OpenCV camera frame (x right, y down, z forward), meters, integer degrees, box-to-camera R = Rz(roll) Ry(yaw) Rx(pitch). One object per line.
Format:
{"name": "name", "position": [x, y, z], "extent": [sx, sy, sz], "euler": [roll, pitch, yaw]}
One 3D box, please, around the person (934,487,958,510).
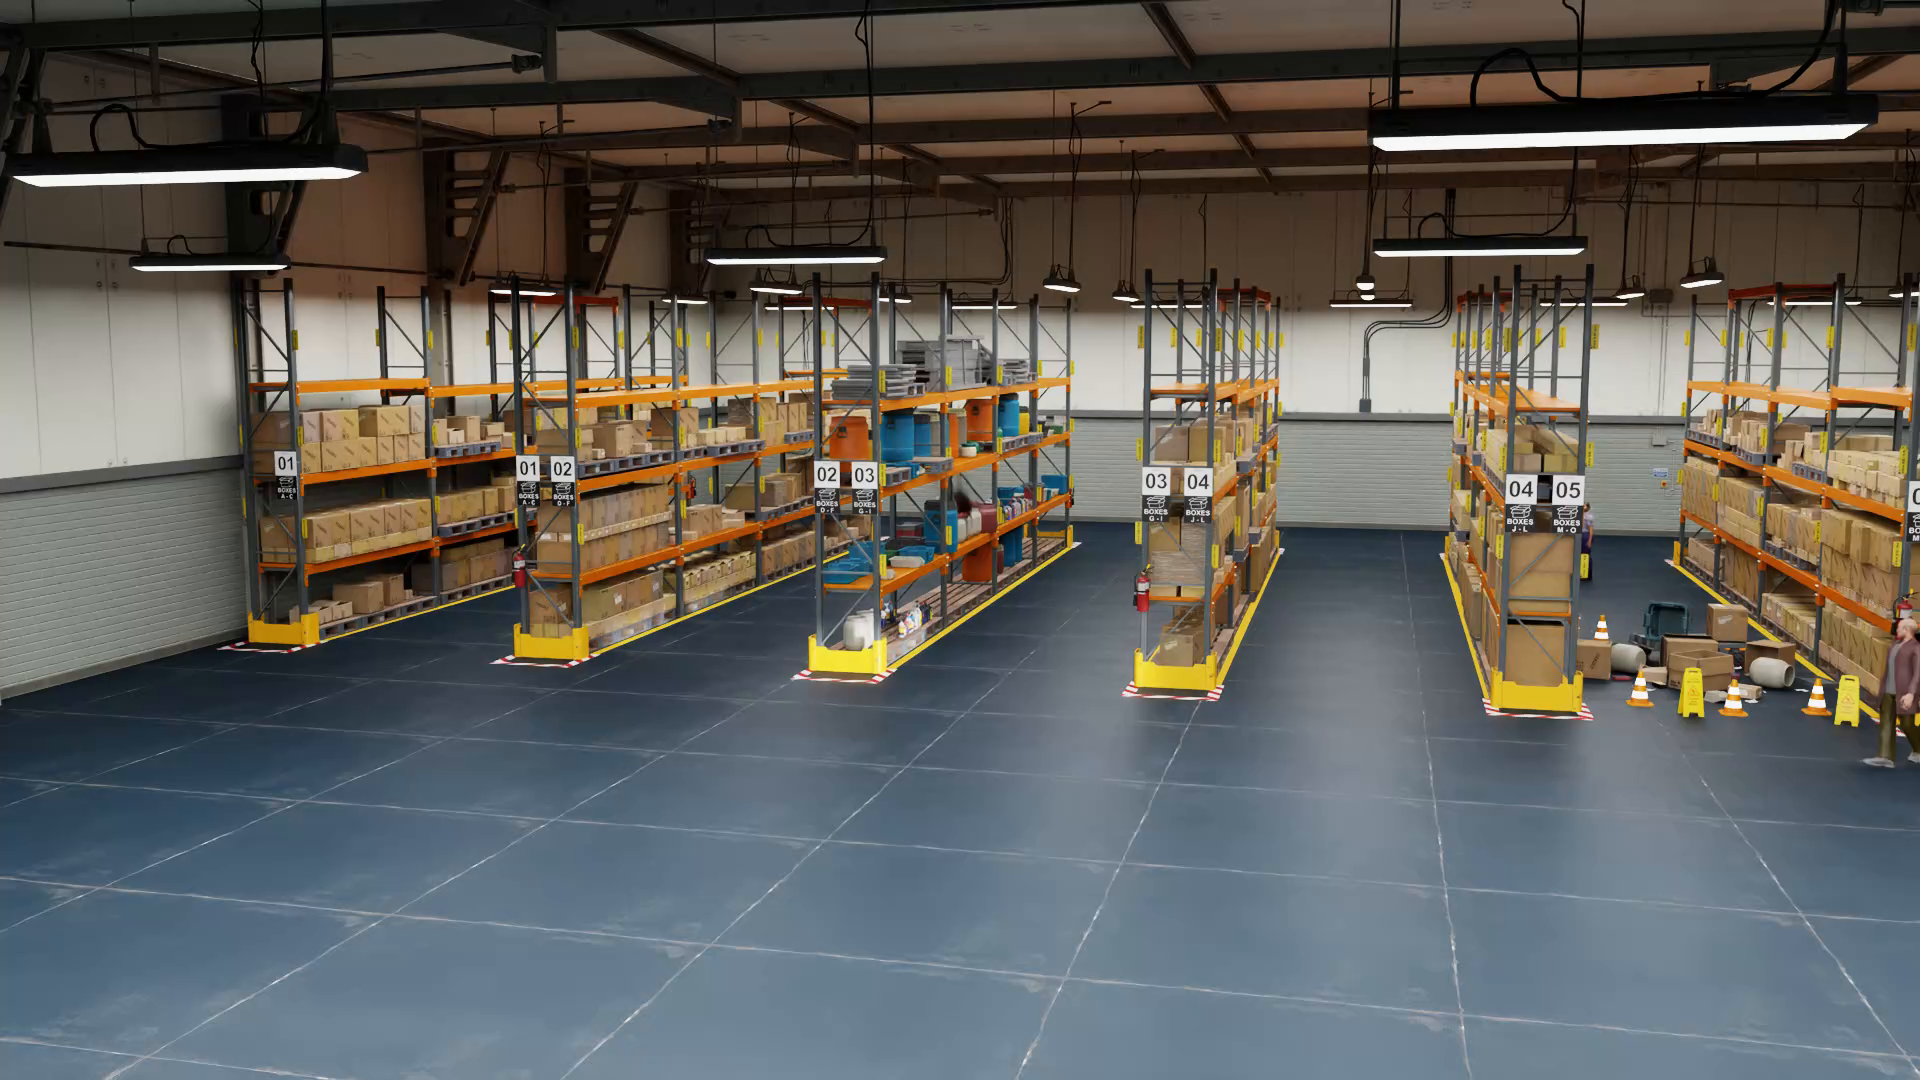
{"name": "person", "position": [-0.347, -0.358, 37.463], "extent": [0.682, 1.815, 0.829], "euler": [2, 7, 19]}

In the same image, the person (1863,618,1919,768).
{"name": "person", "position": [11.032, 1.797, 19.516], "extent": [0.887, 1.753, 0.631], "euler": [-3, 7, -23]}

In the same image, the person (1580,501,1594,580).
{"name": "person", "position": [13.108, 0.009, 34.921], "extent": [0.380, 1.637, 0.535], "euler": [2, 7, 19]}
